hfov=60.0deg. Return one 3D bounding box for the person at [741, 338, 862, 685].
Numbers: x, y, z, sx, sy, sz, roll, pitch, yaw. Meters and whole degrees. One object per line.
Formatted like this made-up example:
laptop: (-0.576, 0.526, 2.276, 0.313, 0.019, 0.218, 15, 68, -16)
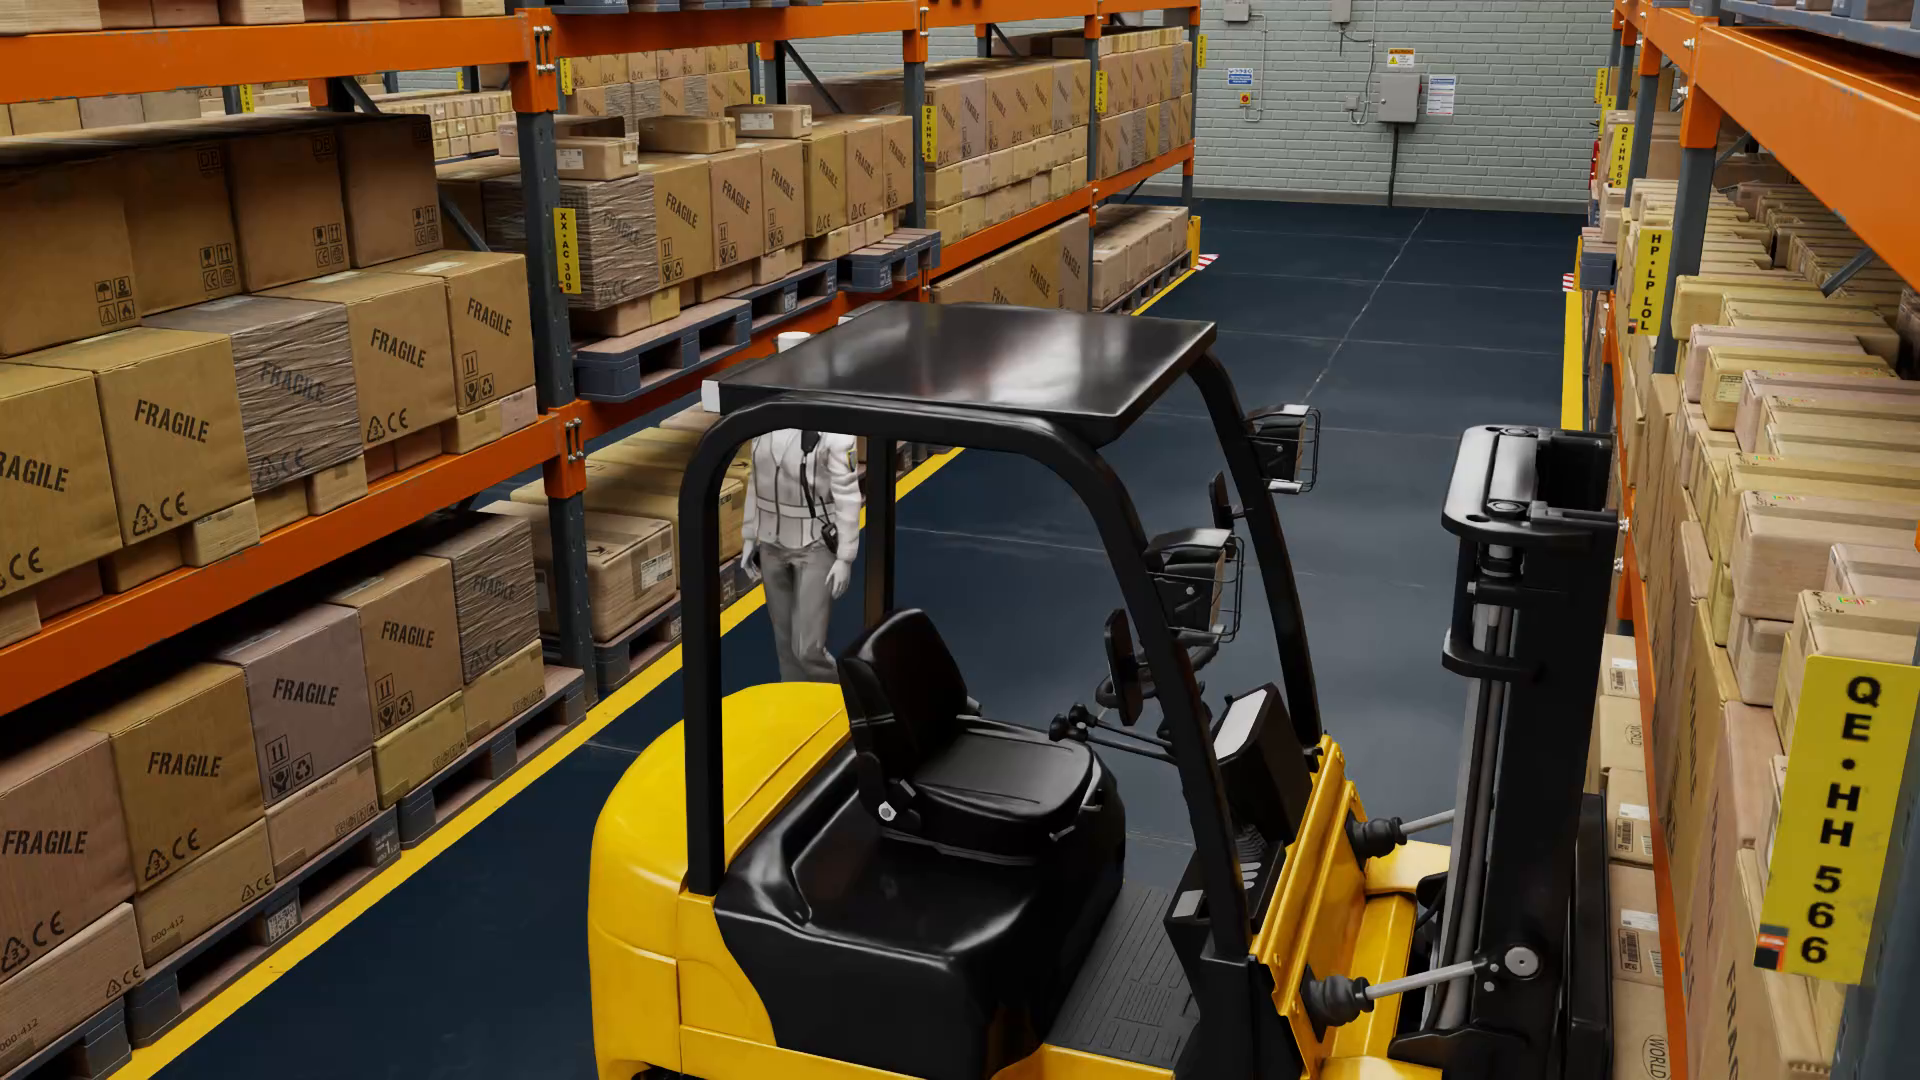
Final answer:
person: (-0.641, 0.058, 6.386, 0.517, 1.712, 0.379, 12, 22, 32)
